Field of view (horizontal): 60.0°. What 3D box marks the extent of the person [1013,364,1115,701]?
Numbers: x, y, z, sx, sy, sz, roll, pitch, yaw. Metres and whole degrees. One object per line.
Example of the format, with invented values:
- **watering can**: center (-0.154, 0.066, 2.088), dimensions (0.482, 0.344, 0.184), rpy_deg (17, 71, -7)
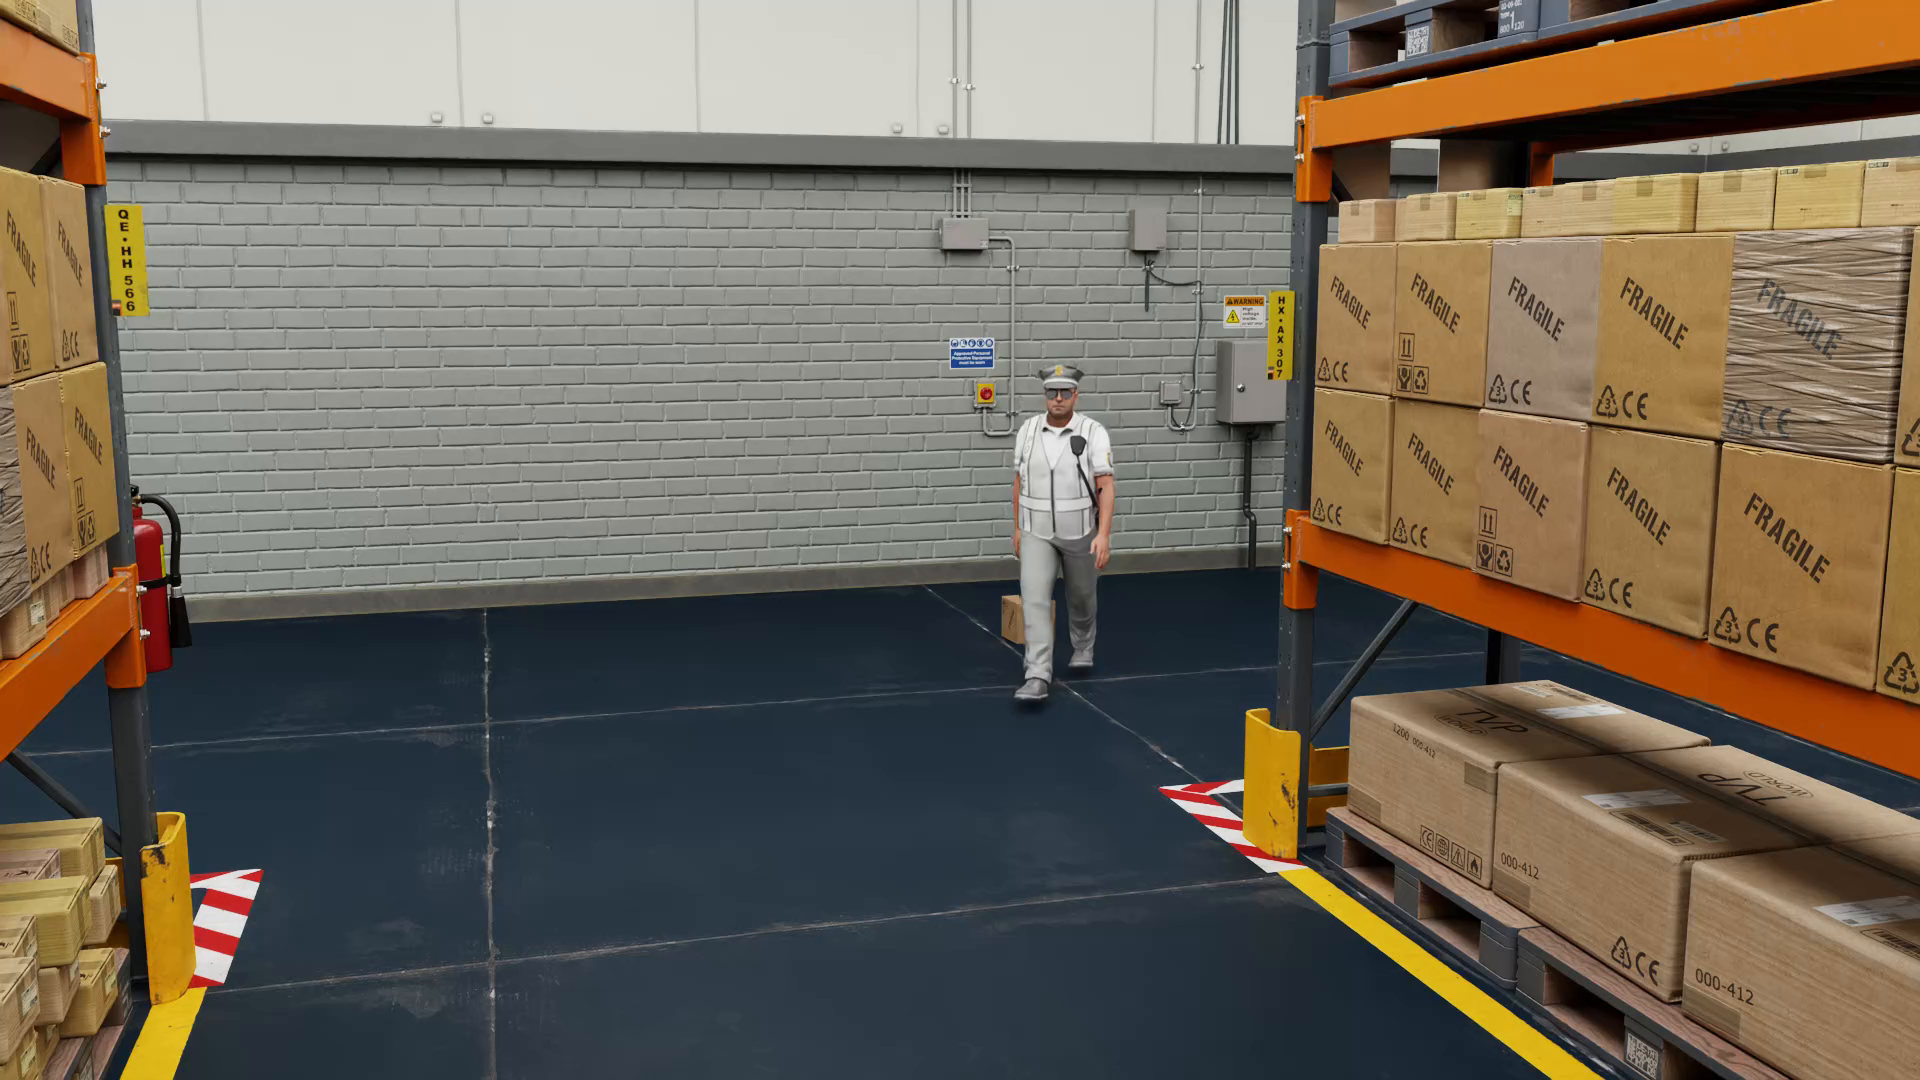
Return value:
- **person**: center (0.529, -0.060, 8.701), dimensions (0.565, 1.725, 1.055), rpy_deg (2, 9, 11)
